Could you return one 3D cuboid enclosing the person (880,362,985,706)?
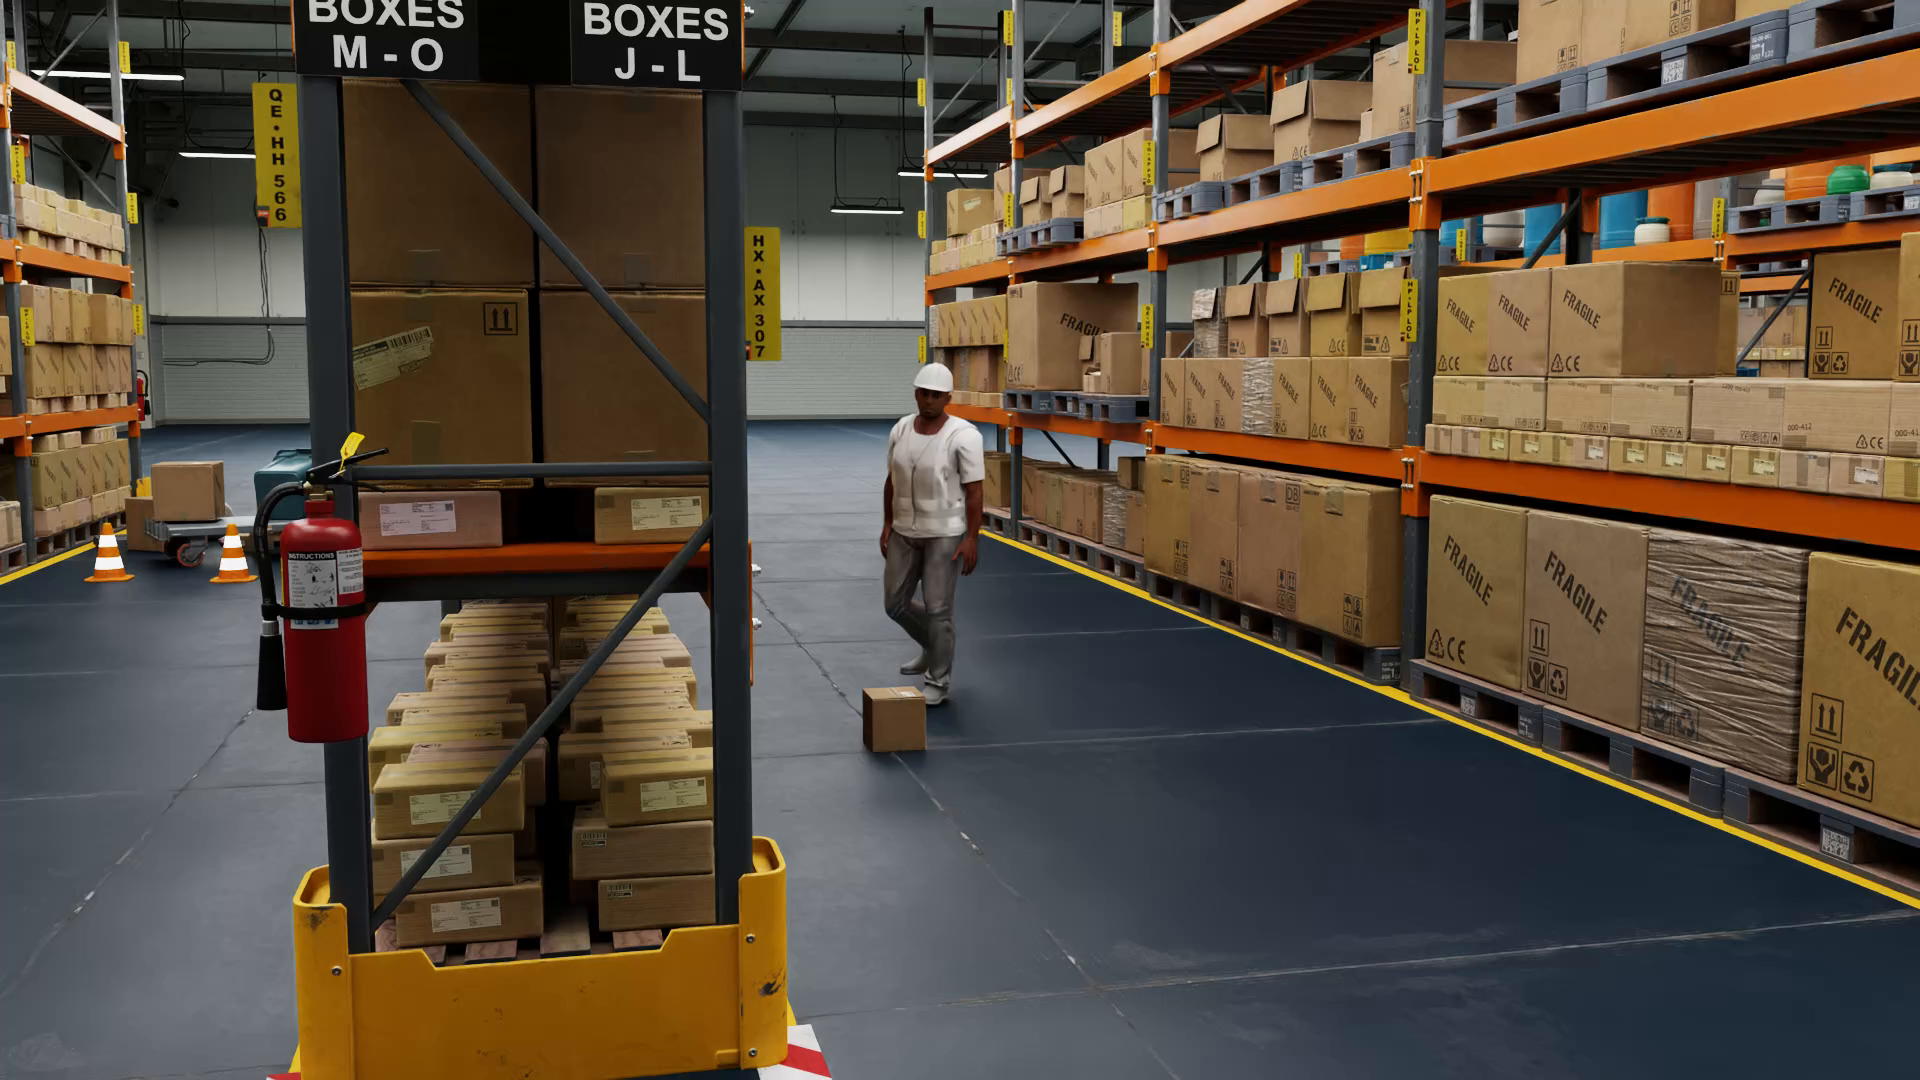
[{"bbox_3d":[-0.116,-0.038,8.656,0.609,1.765,0.579,4,7,33],"label":"person"}]
